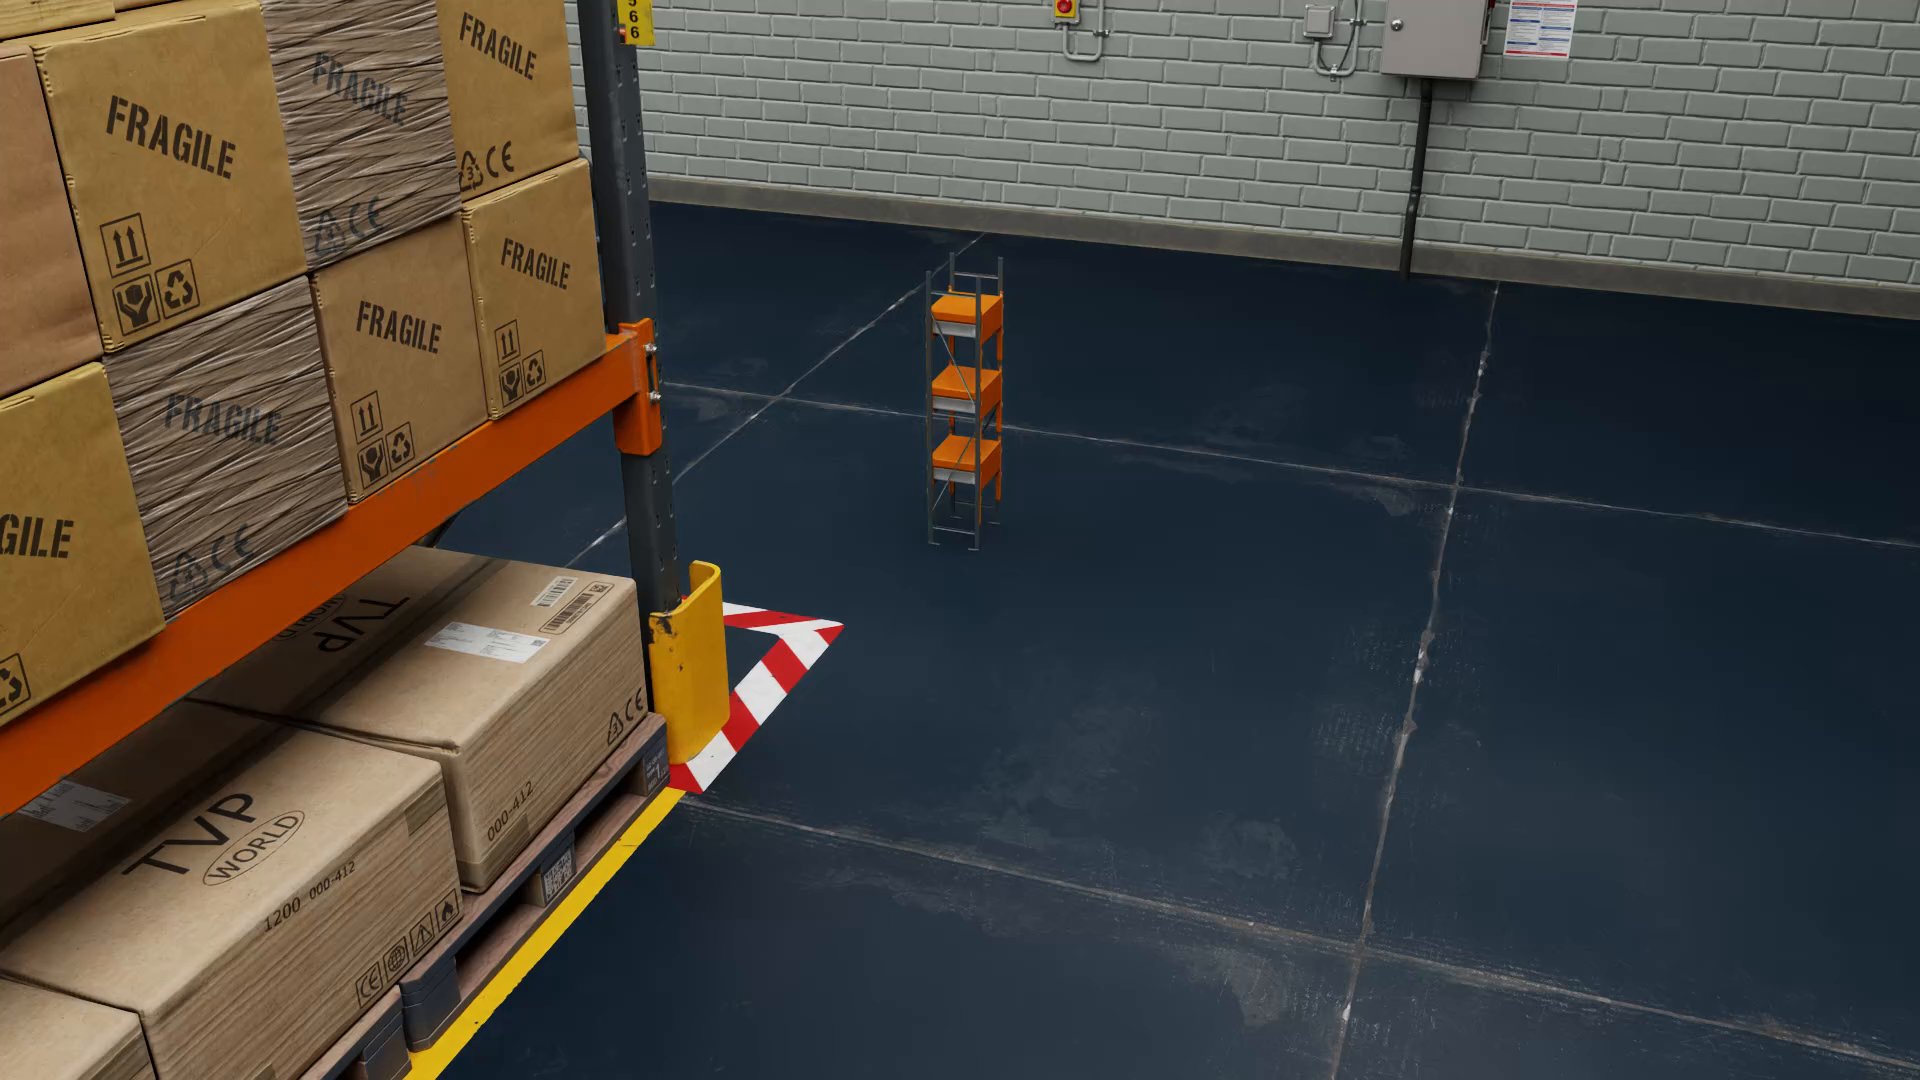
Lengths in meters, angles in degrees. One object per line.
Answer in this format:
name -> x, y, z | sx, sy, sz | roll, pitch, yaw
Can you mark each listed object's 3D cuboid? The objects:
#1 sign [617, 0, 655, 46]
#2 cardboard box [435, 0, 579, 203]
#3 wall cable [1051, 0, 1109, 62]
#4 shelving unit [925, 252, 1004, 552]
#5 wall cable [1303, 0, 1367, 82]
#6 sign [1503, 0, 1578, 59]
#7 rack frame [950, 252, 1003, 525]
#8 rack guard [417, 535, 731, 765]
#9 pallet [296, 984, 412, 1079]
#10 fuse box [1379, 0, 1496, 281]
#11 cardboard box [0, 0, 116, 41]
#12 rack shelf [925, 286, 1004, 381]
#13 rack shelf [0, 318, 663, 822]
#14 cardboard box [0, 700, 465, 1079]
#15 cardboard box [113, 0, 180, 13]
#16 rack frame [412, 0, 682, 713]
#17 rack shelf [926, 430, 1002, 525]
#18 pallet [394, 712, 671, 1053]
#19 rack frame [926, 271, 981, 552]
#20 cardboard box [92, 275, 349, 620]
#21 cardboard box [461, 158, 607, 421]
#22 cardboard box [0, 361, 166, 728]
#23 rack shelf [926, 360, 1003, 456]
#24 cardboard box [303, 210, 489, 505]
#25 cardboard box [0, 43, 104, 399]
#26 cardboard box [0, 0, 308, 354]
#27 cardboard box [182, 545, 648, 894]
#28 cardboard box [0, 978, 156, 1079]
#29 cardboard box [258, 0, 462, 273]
sign -> -0.799, -1.370, 4.037 | 0.100, 0.325, 0.005 | 9, 27, 17
cardboard box -> -1.242, -1.089, 3.795 | 0.500, 0.500, 0.500 | 10, 27, 19
wall cable -> 0.548, -3.619, 9.080 | 0.585, 1.953, 0.123 | 9, 27, 17
shelving unit -> 0.018, -0.495, 6.067 | 0.215, 1.050, 0.252 | 9, 27, 17
wall cable -> 1.890, -3.404, 8.672 | 0.588, 1.984, 0.122 | 9, 27, 17
sign -> 3.015, -2.753, 8.604 | 0.329, 0.494, 0.001 | 9, 27, 17
rack frame -> 0.058, -0.545, 6.170 | 0.200, 1.050, 0.008 | 9, 27, 17
rack guard -> -1.298, 0.288, 5.081 | 1.175, 0.500, 0.348 | 9, 27, 17
pallet -> -1.906, 1.268, 3.389 | 1.003, 0.211, 1.213 | 9, 27, 17
fuse box -> 2.481, -2.203, 8.836 | 0.539, 1.711, 0.414 | 9, 27, 17
cardboard box -> -1.610, -0.905, 2.670 | 0.380, 0.149, 0.250 | 9, 27, 19
rack shelf -> 0.018, -0.740, 5.948 | 0.215, 0.259, 0.240 | 9, 27, 17
rack shelf -> -1.972, 0.319, 2.975 | 1.077, 0.370, 4.000 | 9, 27, 17
cardboard box -> -1.728, 0.800, 3.613 | 0.875, 0.438, 0.875 | 9, 27, 19
cardboard box -> -1.581, -1.016, 2.901 | 0.380, 0.149, 0.250 | 8, 27, 17
rack frame -> -1.306, -0.827, 4.515 | 1.000, 3.000, 0.127 | 9, 27, 17
rack shelf -> 0.018, -0.235, 6.192 | 0.215, 0.259, 0.240 | 9, 27, 17
pallet -> -1.498, 0.768, 4.421 | 1.003, 0.211, 1.213 | 9, 27, 17
rack frame -> -0.023, -0.444, 5.963 | 0.200, 1.050, 0.008 | 9, 27, 17
cardboard box -> -1.560, -0.218, 3.144 | 0.500, 0.500, 0.500 | 10, 27, 19
cardboard box -> -1.217, -0.635, 4.005 | 0.500, 0.500, 0.500 | 9, 27, 18
cardboard box -> -1.720, -0.004, 2.702 | 0.500, 0.500, 0.500 | 10, 27, 19
rack shelf -> 0.018, -0.485, 6.071 | 0.215, 0.259, 0.240 | 9, 27, 17
cardboard box -> -1.398, -0.431, 3.583 | 0.500, 0.500, 0.500 | 8, 27, 16
cardboard box -> -1.725, -0.461, 2.498 | 0.500, 0.500, 0.500 | 9, 27, 17
cardboard box -> -1.556, -0.667, 2.924 | 0.500, 0.500, 0.500 | 9, 27, 17
cardboard box -> -1.431, 0.423, 4.392 | 0.875, 0.438, 0.875 | 8, 27, 16
cardboard box -> -2.030, 1.171, 2.848 | 0.875, 0.438, 0.875 | 8, 27, 16
cardboard box -> -1.388, -0.870, 3.343 | 0.500, 0.500, 0.500 | 9, 27, 18
